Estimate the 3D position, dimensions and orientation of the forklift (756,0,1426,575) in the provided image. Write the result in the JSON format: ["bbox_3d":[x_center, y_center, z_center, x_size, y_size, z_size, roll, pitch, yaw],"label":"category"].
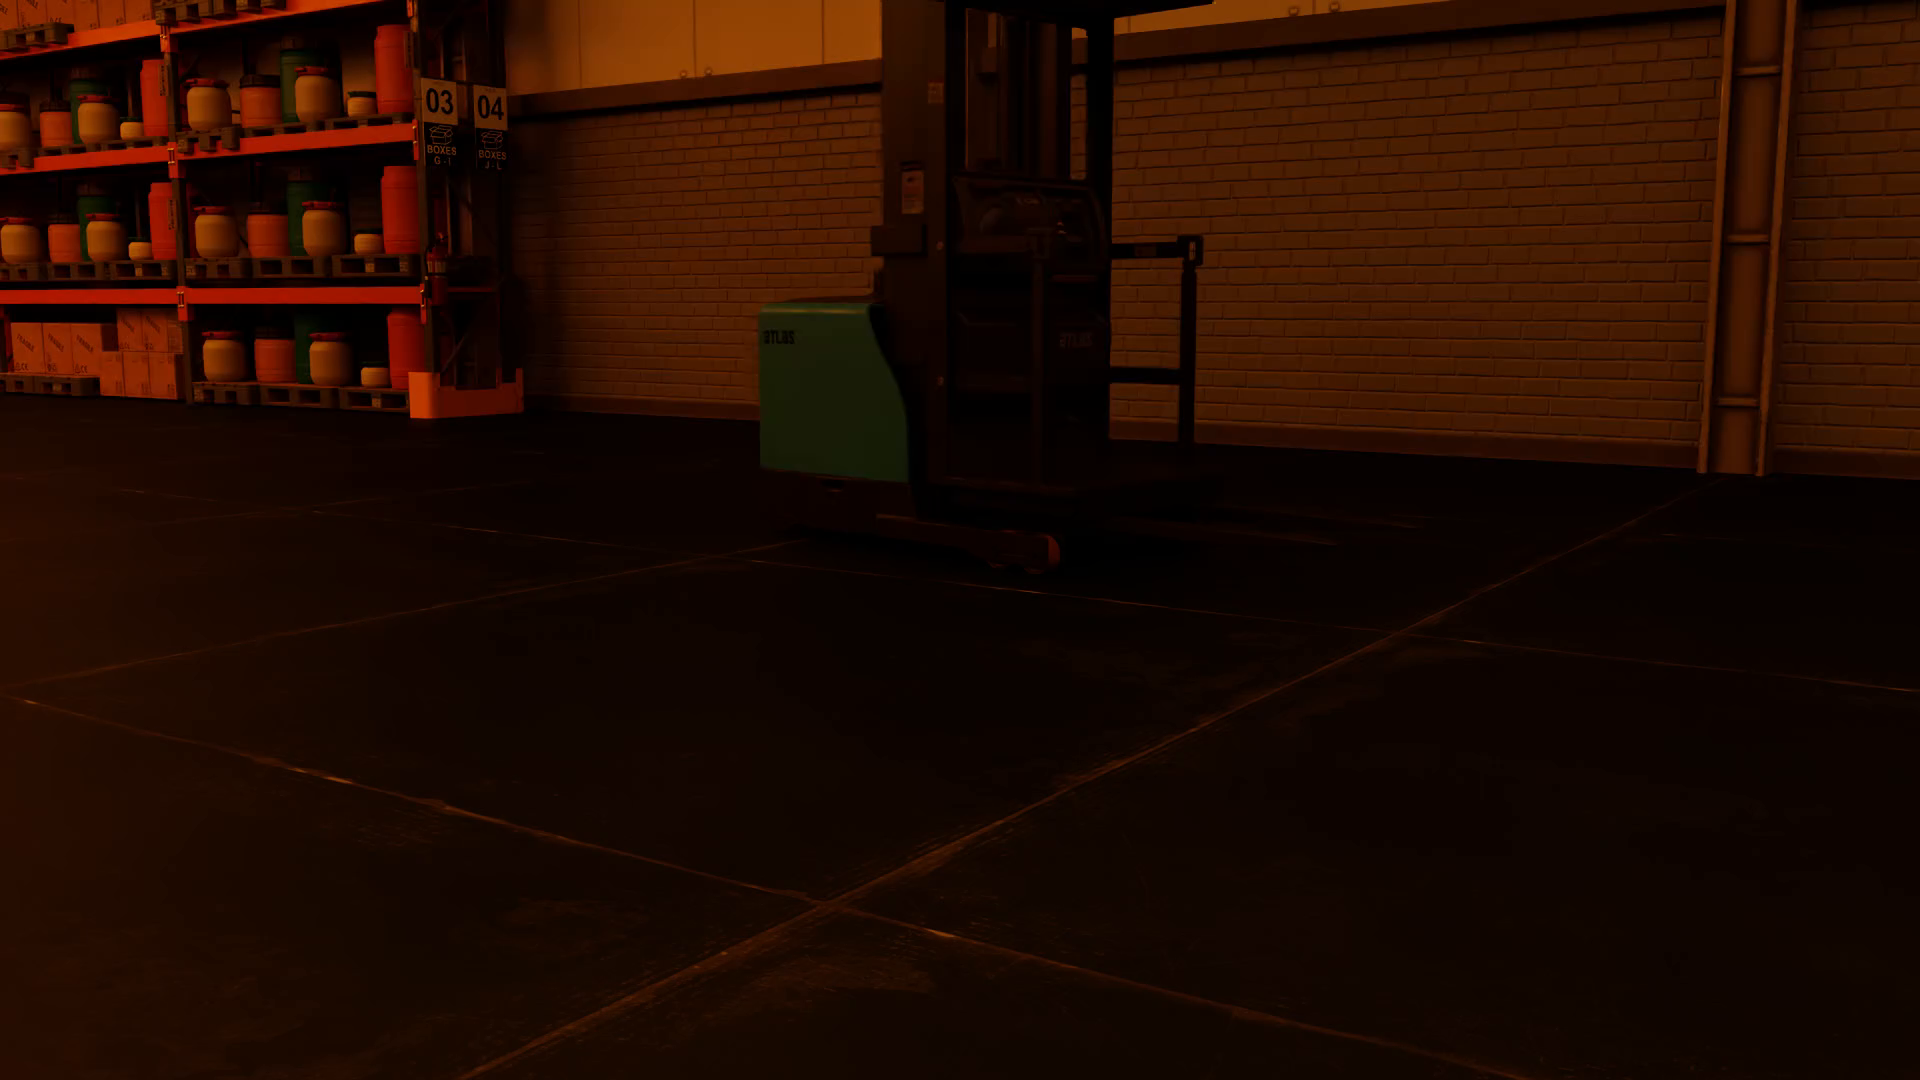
[{"bbox_3d":[0.459,-1.393,6.987,3.031,2.935,1.130,8,11,43],"label":"forklift"}]
